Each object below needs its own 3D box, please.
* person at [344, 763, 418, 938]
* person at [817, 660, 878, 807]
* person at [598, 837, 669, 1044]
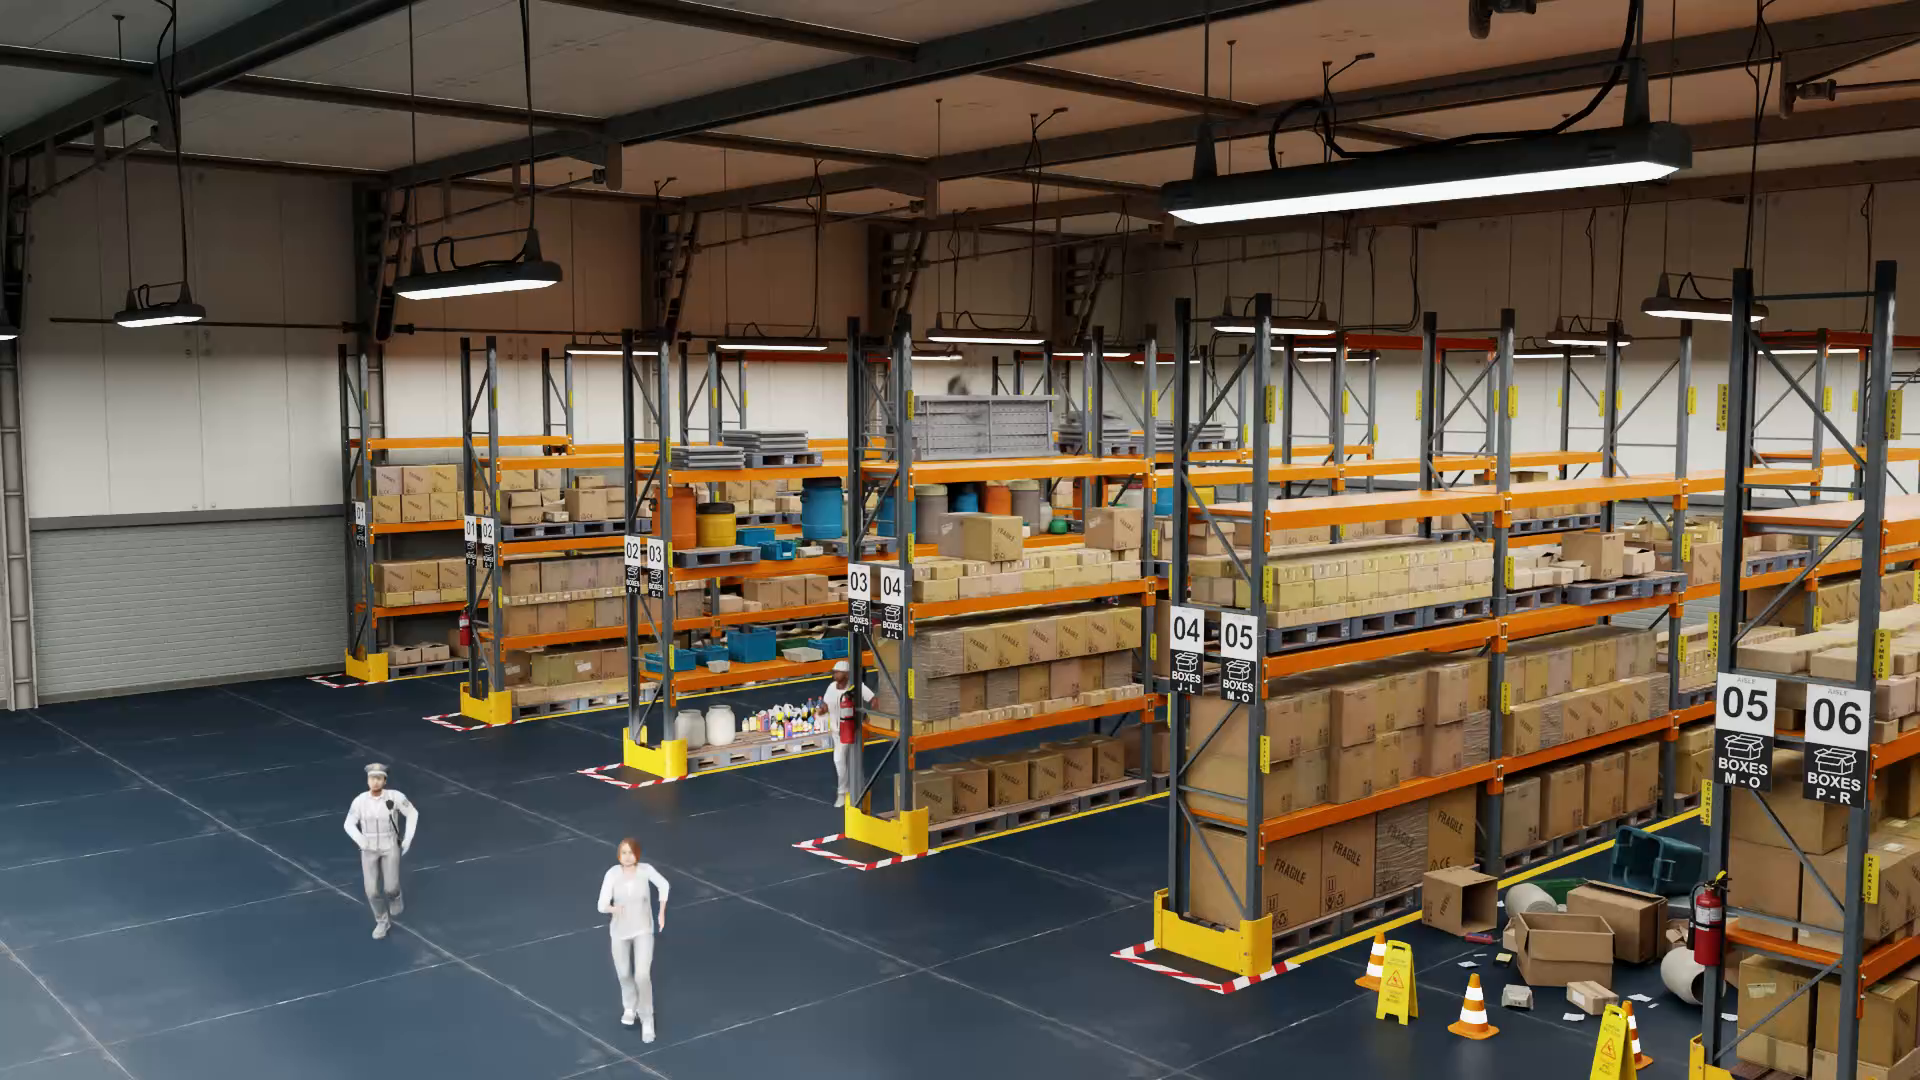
[{"bbox_3d":[-5.493,2.932,15.768,0.658,1.666,0.562,-1,5,-12],"label":"person"},{"bbox_3d":[-1.443,2.426,20.940,0.724,1.848,0.757,5,7,43],"label":"person"},{"bbox_3d":[-2.612,3.185,13.286,0.526,1.647,0.684,0,5,-2],"label":"person"}]
